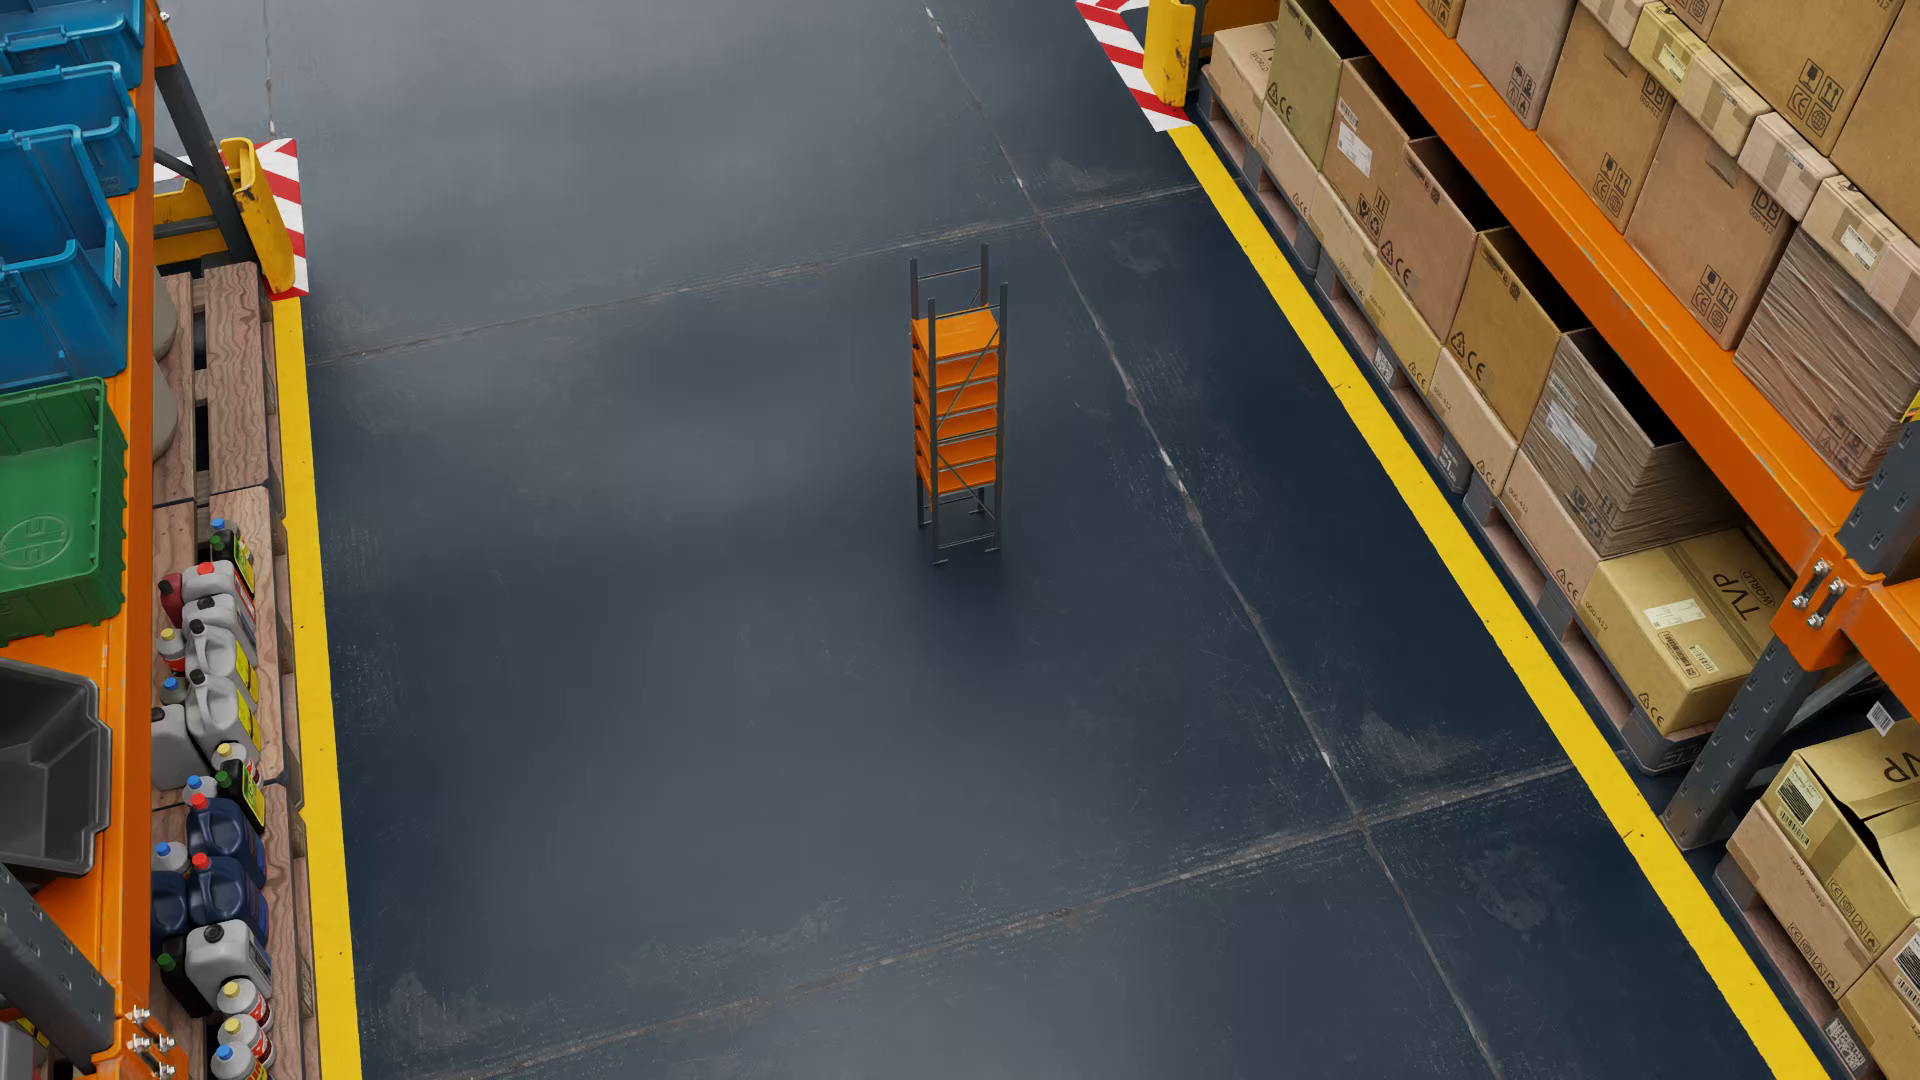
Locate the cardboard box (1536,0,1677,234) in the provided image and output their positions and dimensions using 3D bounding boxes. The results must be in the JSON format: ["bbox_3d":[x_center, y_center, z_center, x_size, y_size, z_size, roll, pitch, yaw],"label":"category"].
[{"bbox_3d":[2.166,-1.296,4.815,0.700,0.500,0.500,-13,51,-10],"label":"cardboard box"}]

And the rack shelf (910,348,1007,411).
[{"bbox_3d":[-0.004,-0.523,5.151,0.258,0.103,0.180,-13,51,-11],"label":"rack shelf"}]

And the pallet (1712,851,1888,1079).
[{"bbox_3d":[2.865,1.238,4.568,1.003,0.211,1.213,-13,51,-11],"label":"pallet"}]

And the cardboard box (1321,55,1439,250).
[{"bbox_3d":[1.683,-1.433,6.030,0.500,0.500,0.500,-13,51,-11],"label":"cardboard box"}]

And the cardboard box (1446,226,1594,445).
[{"bbox_3d":[1.976,-0.702,5.414,0.500,0.500,0.500,-13,51,-11],"label":"cardboard box"}]

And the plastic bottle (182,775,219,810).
[{"bbox_3d":[-2.100,0.744,4.657,0.097,0.271,0.097,0,50,0],"label":"plastic bottle"}]

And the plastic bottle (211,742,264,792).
[{"bbox_3d":[-2.082,0.654,4.779,0.097,0.201,0.097,0,50,0],"label":"plastic bottle"}]

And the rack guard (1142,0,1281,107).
[{"bbox_3d":[1.420,-2.323,7.382,1.175,0.500,0.348,-13,51,-11],"label":"rack guard"}]

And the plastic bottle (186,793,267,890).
[{"bbox_3d":[-2.021,0.818,4.543,0.144,0.351,0.185,-15,52,-13],"label":"plastic bottle"}]

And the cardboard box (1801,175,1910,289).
[{"bbox_3d":[2.254,-0.763,3.941,0.380,0.149,0.250,-14,51,-12],"label":"cardboard box"}]

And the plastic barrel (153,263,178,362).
[{"bbox_3d":[-3.038,-0.864,5.869,0.421,0.512,0.421,0,50,0],"label":"plastic barrel"}]

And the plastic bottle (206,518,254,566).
[{"bbox_3d":[-2.344,0.008,5.324,0.097,0.201,0.097,0,50,0],"label":"plastic bottle"}]

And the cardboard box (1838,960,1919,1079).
[{"bbox_3d":[2.642,1.285,4.229,0.500,0.250,0.500,-12,51,-10],"label":"cardboard box"}]

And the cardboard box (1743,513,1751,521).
[{"bbox_3d":[2.617,-0.454,5.204,0.500,0.500,0.500,-13,51,-11],"label":"cardboard box"}]

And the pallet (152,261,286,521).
[{"bbox_3d":[-3.003,-0.456,5.997,1.003,0.211,1.213,-13,51,-11],"label":"pallet"}]

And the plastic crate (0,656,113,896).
[{"bbox_3d":[-2.156,0.536,3.377,0.767,0.338,0.504,-13,51,-11],"label":"plastic crate"}]

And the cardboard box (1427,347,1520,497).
[{"bbox_3d":[1.964,-0.458,5.698,0.500,0.250,0.500,-13,51,-11],"label":"cardboard box"}]

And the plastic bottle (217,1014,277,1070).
[{"bbox_3d":[-1.828,1.281,4.251,0.097,0.201,0.097,0,50,0],"label":"plastic bottle"}]

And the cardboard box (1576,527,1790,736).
[{"bbox_3d":[2.264,0.271,5.083,0.500,0.250,0.500,-13,51,-11],"label":"cardboard box"}]

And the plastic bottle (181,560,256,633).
[{"bbox_3d":[-2.296,0.174,5.135,0.152,0.276,0.135,-13,51,-11],"label":"plastic bottle"}]

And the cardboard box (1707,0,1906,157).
[{"bbox_3d":[2.322,-1.332,3.997,0.700,0.500,0.500,-13,51,-11],"label":"cardboard box"}]

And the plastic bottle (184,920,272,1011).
[{"bbox_3d":[-1.920,1.101,4.353,0.152,0.276,0.135,-12,51,-10],"label":"plastic bottle"}]

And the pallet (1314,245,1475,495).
[{"bbox_3d":[2.050,-0.774,6.265,1.003,0.211,1.213,-13,51,-11],"label":"pallet"}]

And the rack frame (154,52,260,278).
[{"bbox_3d":[-3.306,-1.994,5.469,1.000,3.000,0.127,-13,51,-11],"label":"rack frame"}]

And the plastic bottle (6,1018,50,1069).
[{"bbox_3d":[-2.451,1.201,4.220,0.144,0.351,0.185,-13,51,-11],"label":"plastic bottle"}]

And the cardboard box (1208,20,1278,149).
[{"bbox_3d":[1.373,-1.919,6.929,0.500,0.250,0.500,-13,51,-11],"label":"cardboard box"}]

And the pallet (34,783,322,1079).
[{"bbox_3d":[-2.282,1.326,4.494,1.003,0.211,1.213,-13,51,-11],"label":"pallet"}]

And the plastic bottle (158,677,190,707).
[{"bbox_3d":[-2.304,0.479,4.927,0.097,0.201,0.097,0,50,0],"label":"plastic bottle"}]

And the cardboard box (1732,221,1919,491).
[{"bbox_3d":[2.473,-0.545,4.182,0.700,0.500,0.500,-15,51,-12],"label":"cardboard box"}]

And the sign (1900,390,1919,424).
[{"bbox_3d":[2.080,-0.368,3.480,0.100,0.325,0.005,-13,51,-11],"label":"sign"}]

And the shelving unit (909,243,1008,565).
[{"bbox_3d":[-0.004,-0.397,5.300,0.258,1.200,0.189,-13,51,-11],"label":"shelving unit"}]

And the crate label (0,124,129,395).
[{"bbox_3d":[-2.503,-0.723,4.374,0.502,0.435,0.616,-13,51,-11],"label":"crate label"}]

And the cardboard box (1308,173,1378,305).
[{"bbox_3d":[1.672,-1.189,6.314,0.500,0.250,0.500,-13,51,-11],"label":"cardboard box"}]

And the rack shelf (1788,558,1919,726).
[{"bbox_3d":[3.201,1.502,2.992,1.077,0.370,4.000,-13,51,-11],"label":"rack shelf"}]

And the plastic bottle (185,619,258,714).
[{"bbox_3d":[-2.202,0.372,4.920,0.144,0.351,0.185,-11,51,-9],"label":"plastic bottle"}]

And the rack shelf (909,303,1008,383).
[{"bbox_3d":[-0.004,-0.601,5.059,0.258,0.103,0.180,-13,51,-11],"label":"rack shelf"}]

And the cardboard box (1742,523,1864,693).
[{"bbox_3d":[2.762,0.153,5.182,0.500,0.250,0.500,-13,51,-11],"label":"cardboard box"}]

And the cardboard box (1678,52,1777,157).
[{"bbox_3d":[2.095,-1.145,4.264,0.380,0.149,0.250,-13,51,-11],"label":"cardboard box"}]

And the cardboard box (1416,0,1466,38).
[{"bbox_3d":[1.854,-2.054,5.454,0.700,0.500,0.500,-13,51,-11],"label":"cardboard box"}]

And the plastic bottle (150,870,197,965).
[{"bbox_3d":[-2.103,0.988,4.400,0.144,0.351,0.185,-13,51,-11],"label":"plastic bottle"}]

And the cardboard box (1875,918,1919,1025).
[{"bbox_3d":[2.637,1.105,4.014,0.500,0.311,0.500,-14,51,-11],"label":"cardboard box"}]

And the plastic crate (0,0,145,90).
[{"bbox_3d":[-2.872,-1.649,5.275,0.499,0.251,0.616,-13,51,-11],"label":"plastic crate"}]

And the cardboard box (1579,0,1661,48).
[{"bbox_3d":[1.951,-1.509,4.571,0.380,0.149,0.250,-12,51,-10],"label":"cardboard box"}]

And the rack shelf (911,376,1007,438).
[{"bbox_3d":[-0.004,-0.446,5.242,0.258,0.103,0.180,-13,51,-11],"label":"rack shelf"}]

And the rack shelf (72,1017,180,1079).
[{"bbox_3d":[-1.531,2.620,2.050,1.077,0.370,4.000,-13,51,-11],"label":"rack shelf"}]

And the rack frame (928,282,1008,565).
[{"bbox_3d":[0.023,-0.330,5.244,0.240,1.200,0.006,-13,51,-11],"label":"rack frame"}]
